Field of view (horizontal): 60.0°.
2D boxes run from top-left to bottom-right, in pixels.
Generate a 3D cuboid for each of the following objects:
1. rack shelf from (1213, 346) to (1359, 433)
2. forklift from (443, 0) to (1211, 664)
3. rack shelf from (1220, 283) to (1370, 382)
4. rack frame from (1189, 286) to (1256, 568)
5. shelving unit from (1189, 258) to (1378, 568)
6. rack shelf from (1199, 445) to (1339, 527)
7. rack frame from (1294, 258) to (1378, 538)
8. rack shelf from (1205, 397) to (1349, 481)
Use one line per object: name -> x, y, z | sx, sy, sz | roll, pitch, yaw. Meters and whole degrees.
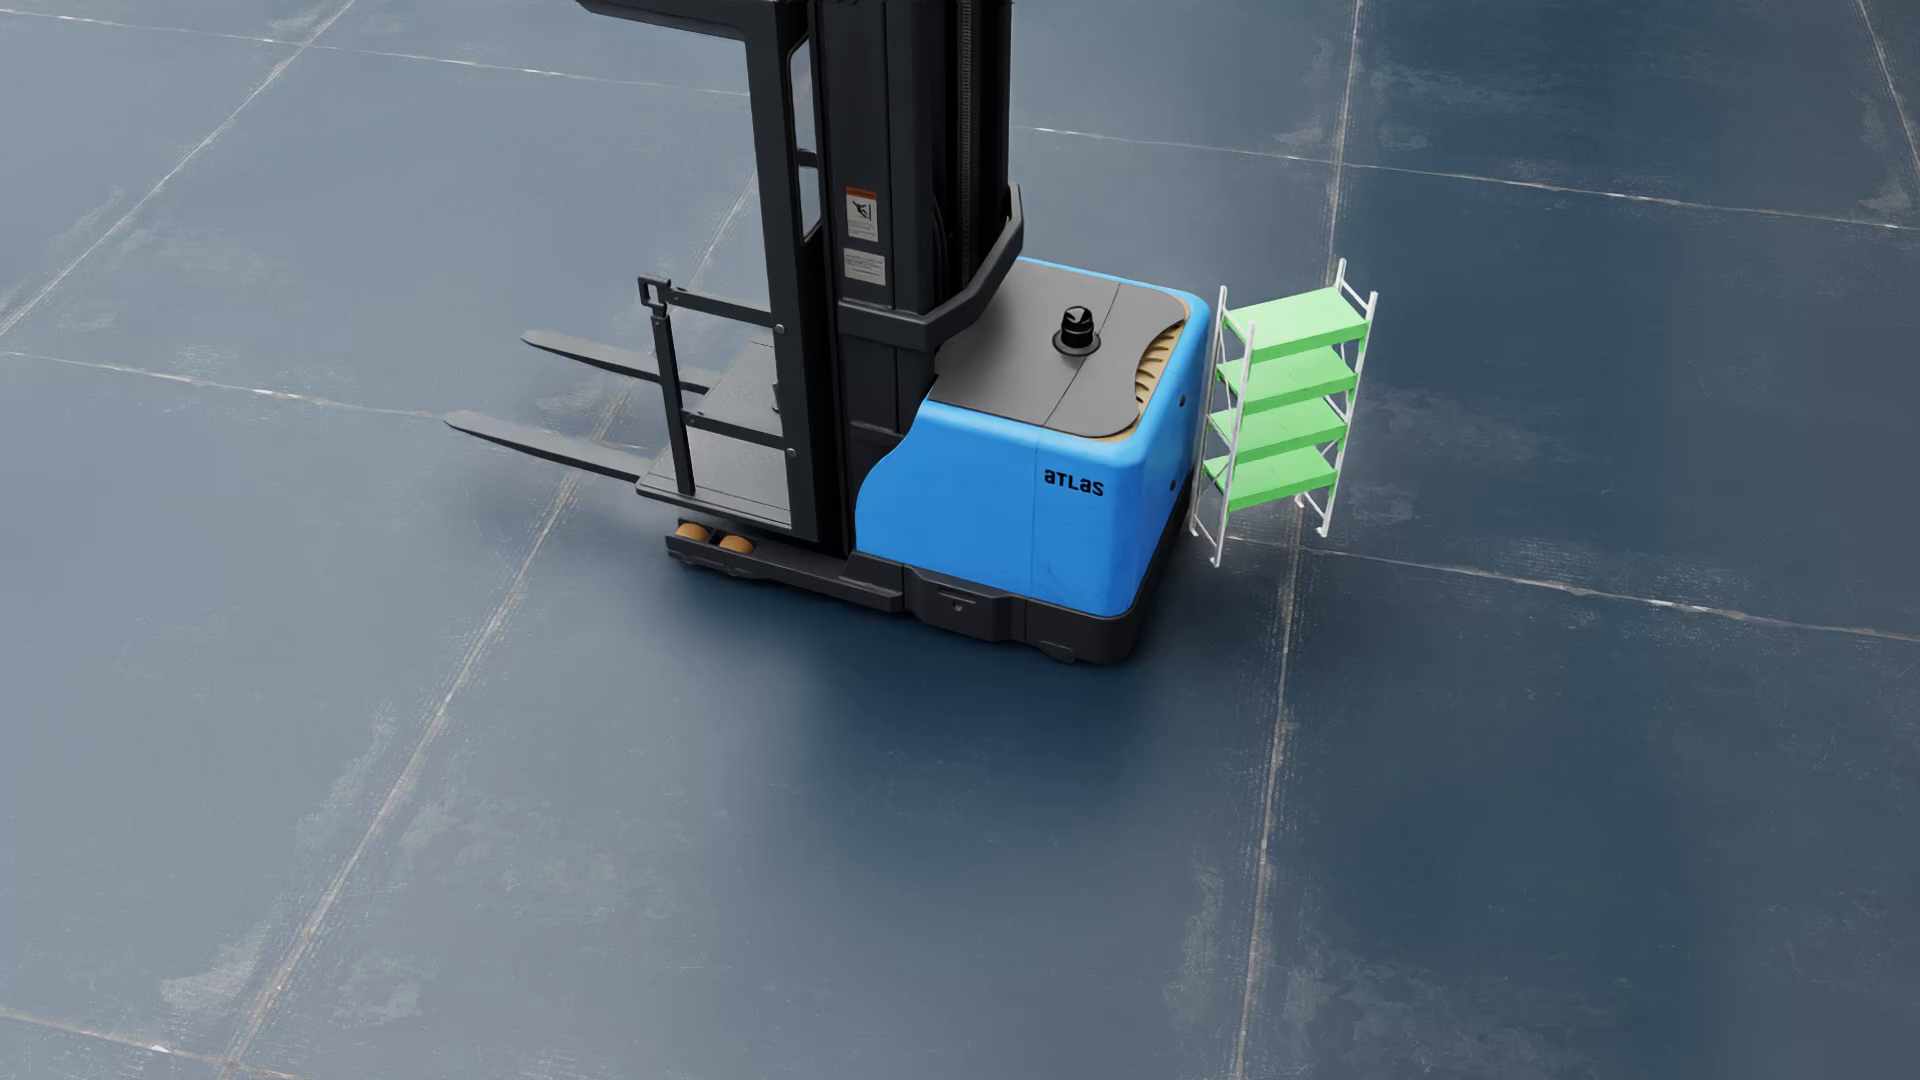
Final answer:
rack shelf -> 1.213, -0.588, 6.241 | 0.480, 0.148, 0.258 | -15, 46, -15
forklift -> -0.630, -1.237, 5.921 | 3.031, 2.935, 1.130 | 15, 46, 15
rack shelf -> 1.213, -0.761, 6.075 | 0.480, 0.148, 0.258 | -15, 46, -15
rack frame -> 0.985, -0.401, 6.301 | 0.015, 1.200, 0.240 | -15, 46, -15
shelving unit -> 1.213, -0.461, 6.364 | 0.503, 1.200, 0.258 | -15, 46, -15
rack shelf -> 1.213, -0.242, 6.574 | 0.480, 0.148, 0.258 | -15, 46, -15
rack frame -> 1.441, -0.521, 6.426 | 0.015, 1.200, 0.240 | -15, 46, -15
rack shelf -> 1.213, -0.415, 6.408 | 0.480, 0.148, 0.258 | -15, 46, -15
